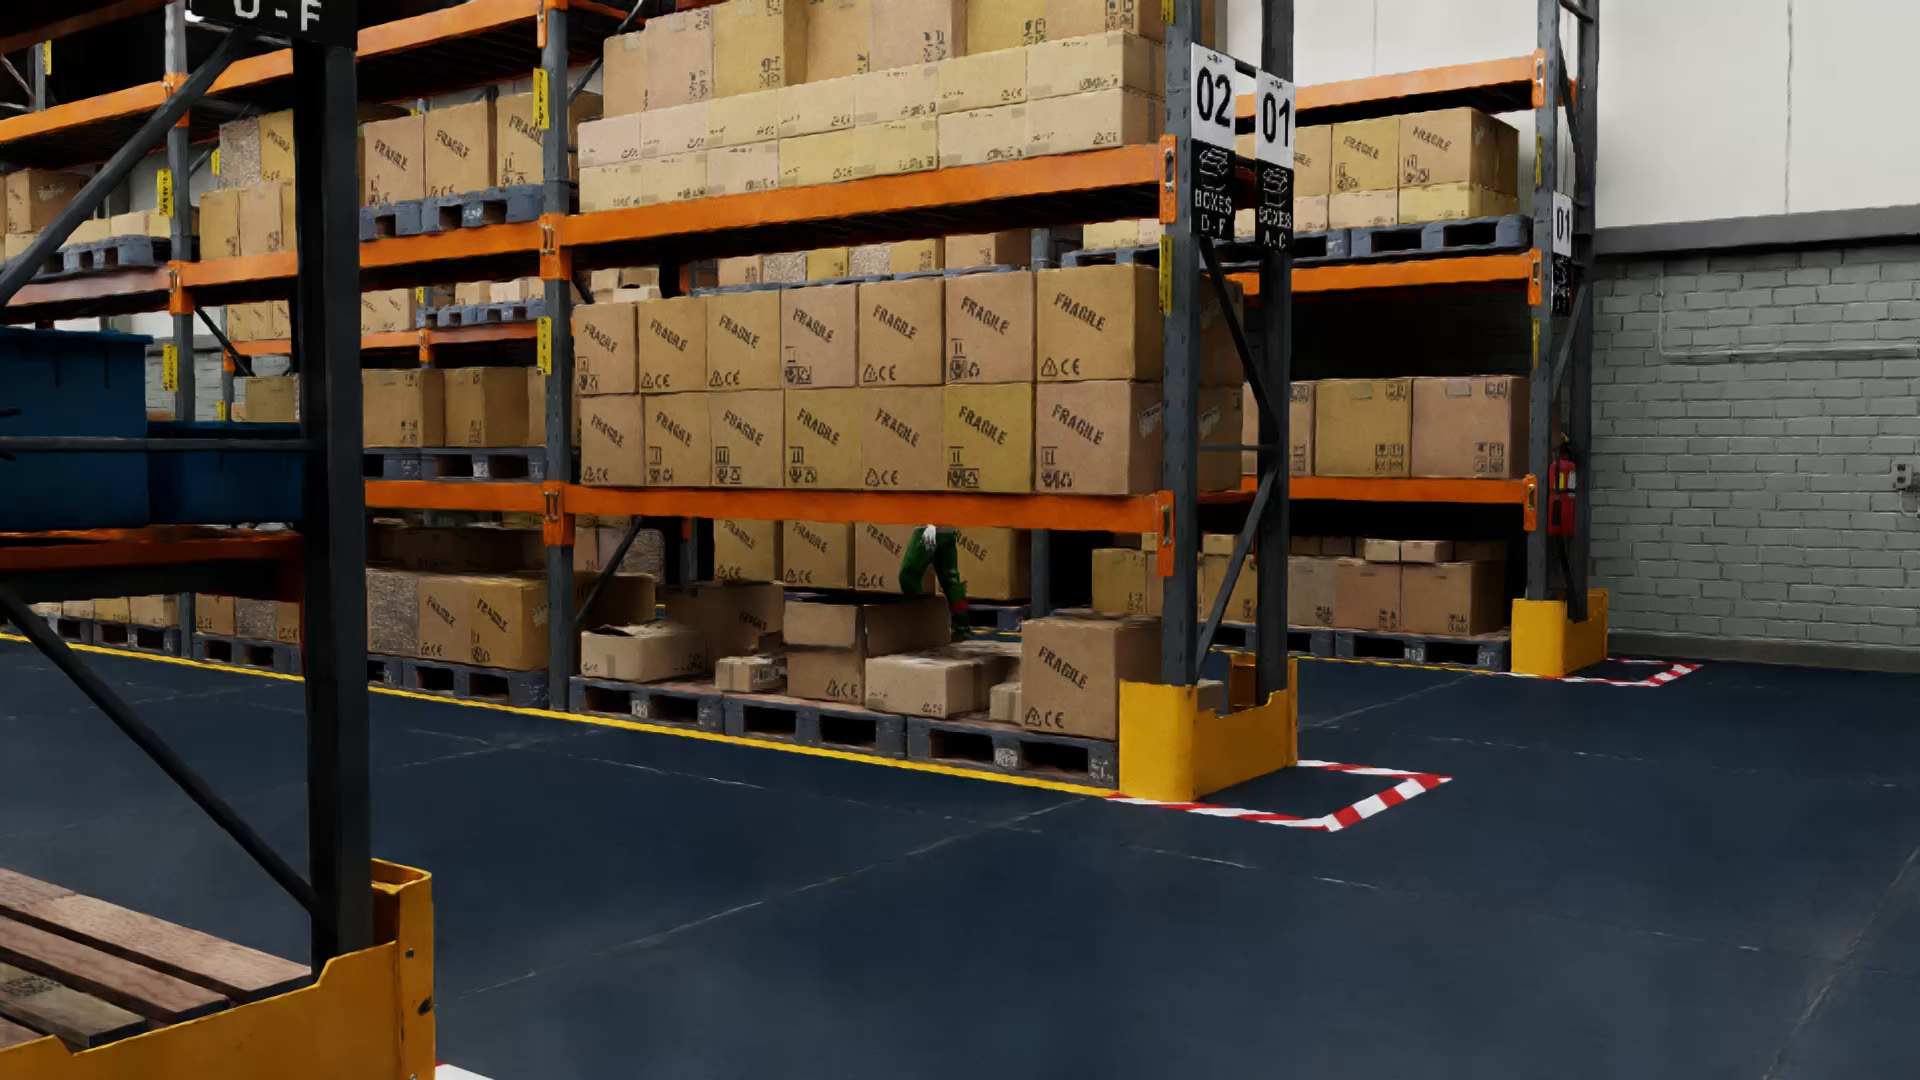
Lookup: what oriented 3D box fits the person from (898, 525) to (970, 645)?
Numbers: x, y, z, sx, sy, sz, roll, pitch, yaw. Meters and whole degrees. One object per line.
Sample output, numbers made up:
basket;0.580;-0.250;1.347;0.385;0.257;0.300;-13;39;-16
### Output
person;-0.221;-0.076;12.392;0.549;1.776;0.691;1;3;13
